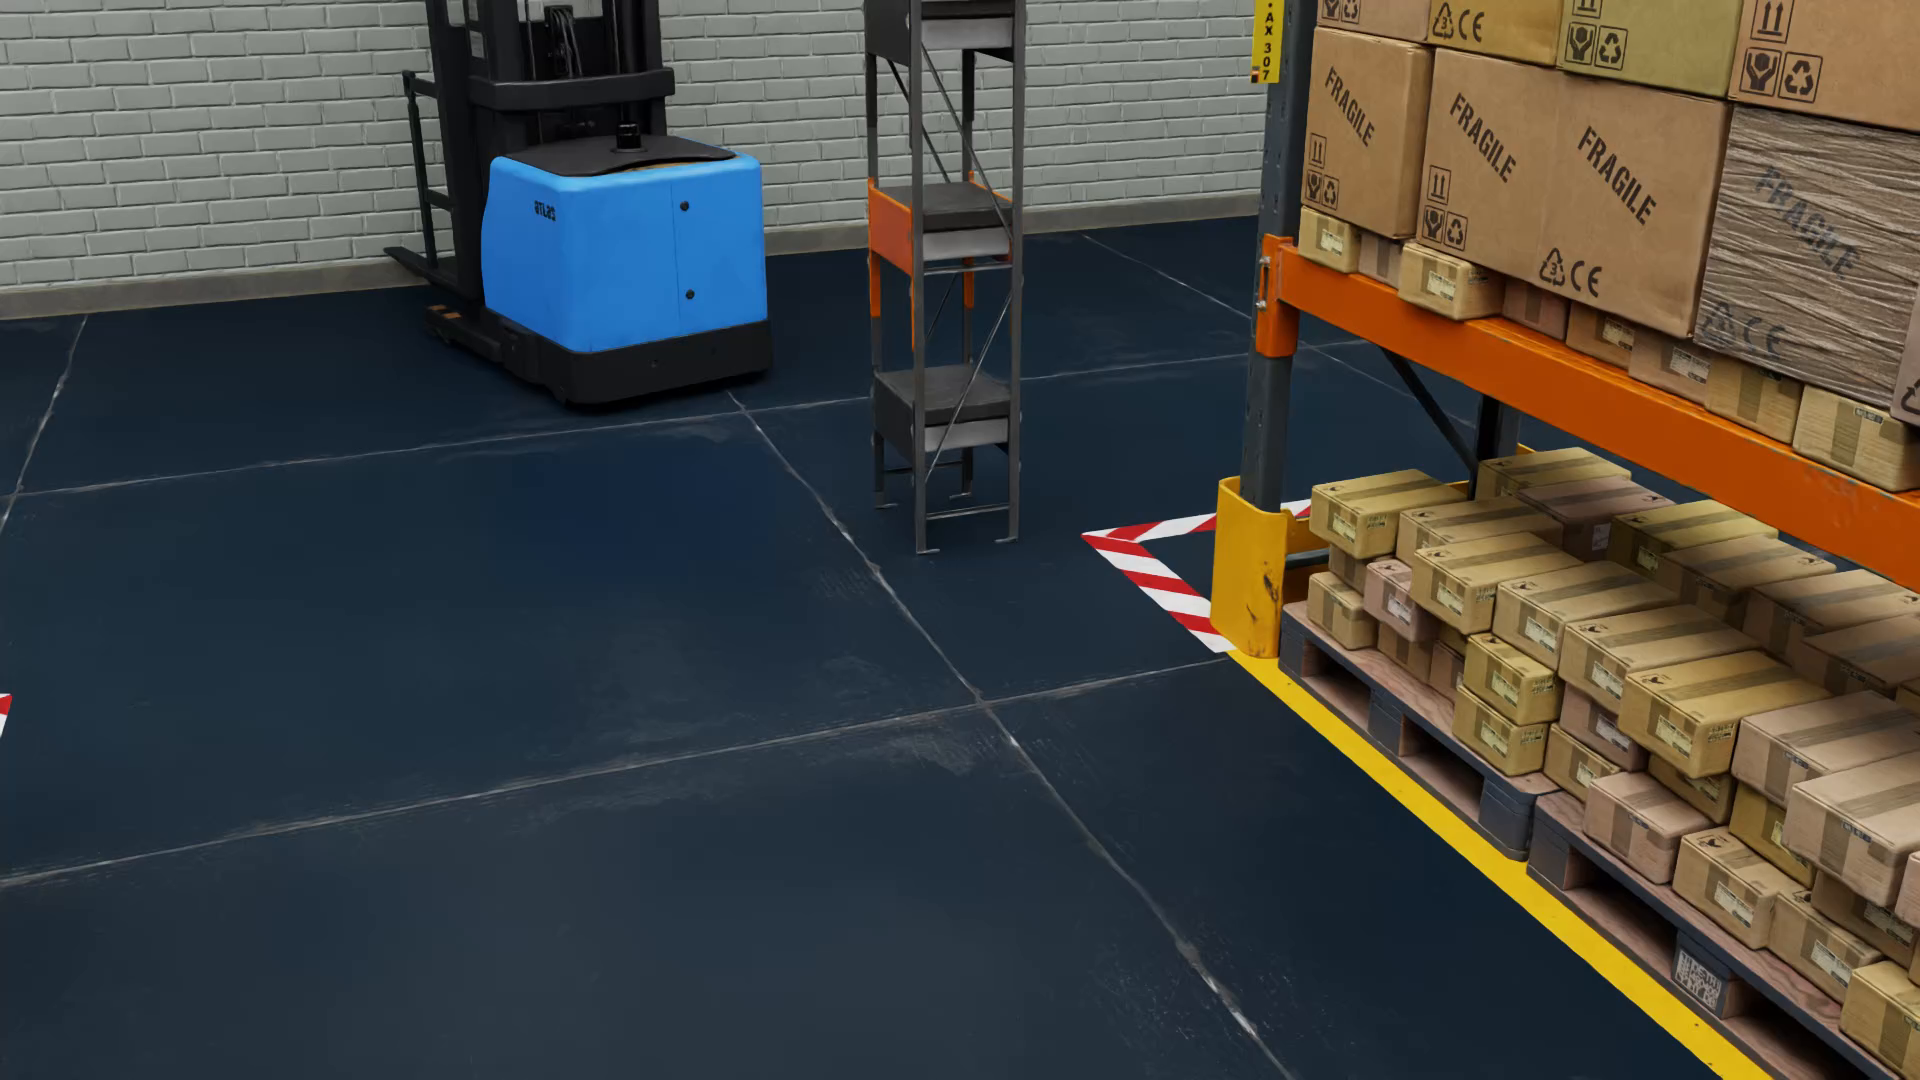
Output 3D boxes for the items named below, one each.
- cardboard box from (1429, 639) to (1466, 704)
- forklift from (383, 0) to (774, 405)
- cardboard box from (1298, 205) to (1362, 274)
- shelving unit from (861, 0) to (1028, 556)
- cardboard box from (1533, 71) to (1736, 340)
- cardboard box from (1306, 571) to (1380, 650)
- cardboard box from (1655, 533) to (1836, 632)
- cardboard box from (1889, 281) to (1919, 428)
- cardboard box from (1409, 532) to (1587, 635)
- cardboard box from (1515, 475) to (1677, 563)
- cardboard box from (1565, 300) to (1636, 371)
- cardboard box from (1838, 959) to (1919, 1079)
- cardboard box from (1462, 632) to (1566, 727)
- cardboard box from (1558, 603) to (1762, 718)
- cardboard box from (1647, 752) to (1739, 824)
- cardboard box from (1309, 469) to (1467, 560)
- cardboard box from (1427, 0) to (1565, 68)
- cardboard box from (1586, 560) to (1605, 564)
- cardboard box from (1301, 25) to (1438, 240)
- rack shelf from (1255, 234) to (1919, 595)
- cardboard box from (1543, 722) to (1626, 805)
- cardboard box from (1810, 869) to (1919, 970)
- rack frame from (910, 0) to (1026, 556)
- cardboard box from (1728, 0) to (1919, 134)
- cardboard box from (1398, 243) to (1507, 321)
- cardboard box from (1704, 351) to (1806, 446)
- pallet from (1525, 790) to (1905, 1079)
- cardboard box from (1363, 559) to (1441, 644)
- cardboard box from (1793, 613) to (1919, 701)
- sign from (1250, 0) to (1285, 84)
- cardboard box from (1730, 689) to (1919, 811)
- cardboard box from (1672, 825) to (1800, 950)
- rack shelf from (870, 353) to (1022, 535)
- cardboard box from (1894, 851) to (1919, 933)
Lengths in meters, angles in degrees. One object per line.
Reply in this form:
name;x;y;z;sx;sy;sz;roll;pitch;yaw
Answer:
cardboard box;1.550;0.365;4.652;0.380;0.149;0.250;-8;24;-18
forklift;-2.199;-2.473;8.343;1.130;2.935;3.031;-16;28;-34
cardboard box;1.209;-0.884;4.810;0.380;0.149;0.250;-9;24;-19
shelving unit;-0.058;-1.028;5.985;0.431;2.100;0.503;-8;24;-19
cardboard box;1.676;-0.774;3.713;0.500;0.500;0.500;-8;24;-18
cardboard box;1.287;0.192;5.063;0.380;0.149;0.250;-8;24;-18
cardboard box;2.103;0.119;4.468;0.380;0.149;0.250;-9;25;-21
cardboard box;2.022;-0.399;2.823;0.500;0.500;0.500;-8;24;-19
cardboard box;1.448;0.113;4.484;0.380;0.149;0.250;-8;24;-19
cardboard box;1.860;-0.060;4.894;0.380;0.149;0.250;-8;24;-18
cardboard box;1.675;-0.515;3.934;0.380;0.149;0.250;-9;24;-20
cardboard box;1.991;0.939;3.290;0.380;0.149;0.250;-8;24;-19
cardboard box;1.549;0.338;4.333;0.380;0.149;0.250;-8;24;-17
cardboard box;1.702;0.294;4.055;0.380;0.149;0.250;-7;24;-17
cardboard box;1.866;0.514;3.915;0.380;0.149;0.250;-7;24;-16
cardboard box;1.269;-0.080;4.941;0.380;0.149;0.250;-10;25;-21
cardboard box;1.496;-1.425;3.969;0.500;0.500;0.500;-8;24;-17
cardboard box;1.897;0.075;4.956;0.380;0.149;0.250;-9;24;-20
cardboard box;1.302;-1.145;4.593;0.500;0.500;0.500;-7;24;-16
rack shelf;2.108;-0.105;3.562;1.077;0.370;4.000;-8;24;-19
cardboard box;1.717;0.552;4.207;0.380;0.149;0.250;-8;24;-19
cardboard box;2.006;0.717;3.434;0.380;0.149;0.250;-10;25;-21
rack frame;0.028;-0.939;5.775;0.400;2.100;0.015;-8;24;-19
cardboard box;1.842;-1.048;3.075;0.500;0.500;0.500;-9;25;-21
cardboard box;1.383;-0.692;4.354;0.380;0.149;0.250;-9;24;-20
cardboard box;1.808;-0.325;3.481;0.380;0.149;0.250;-7;24;-17
pallet;2.109;0.892;3.861;1.003;0.211;1.213;-8;24;-19
cardboard box;1.390;0.153;4.771;0.380;0.149;0.250;-8;24;-19
cardboard box;2.239;0.320;3.992;0.380;0.149;0.250;-9;25;-21
sign;0.894;-1.487;4.802;0.100;0.325;0.005;-8;24;-19
cardboard box;1.930;0.474;3.627;0.380;0.149;0.250;-8;24;-19
cardboard box;1.846;0.752;3.734;0.380;0.149;0.250;-8;24;-19
rack shelf;-0.058;-0.370;6.262;0.431;0.518;0.480;-8;24;-19
cardboard box;2.022;0.676;3.149;0.380;0.149;0.250;-10;25;-22
